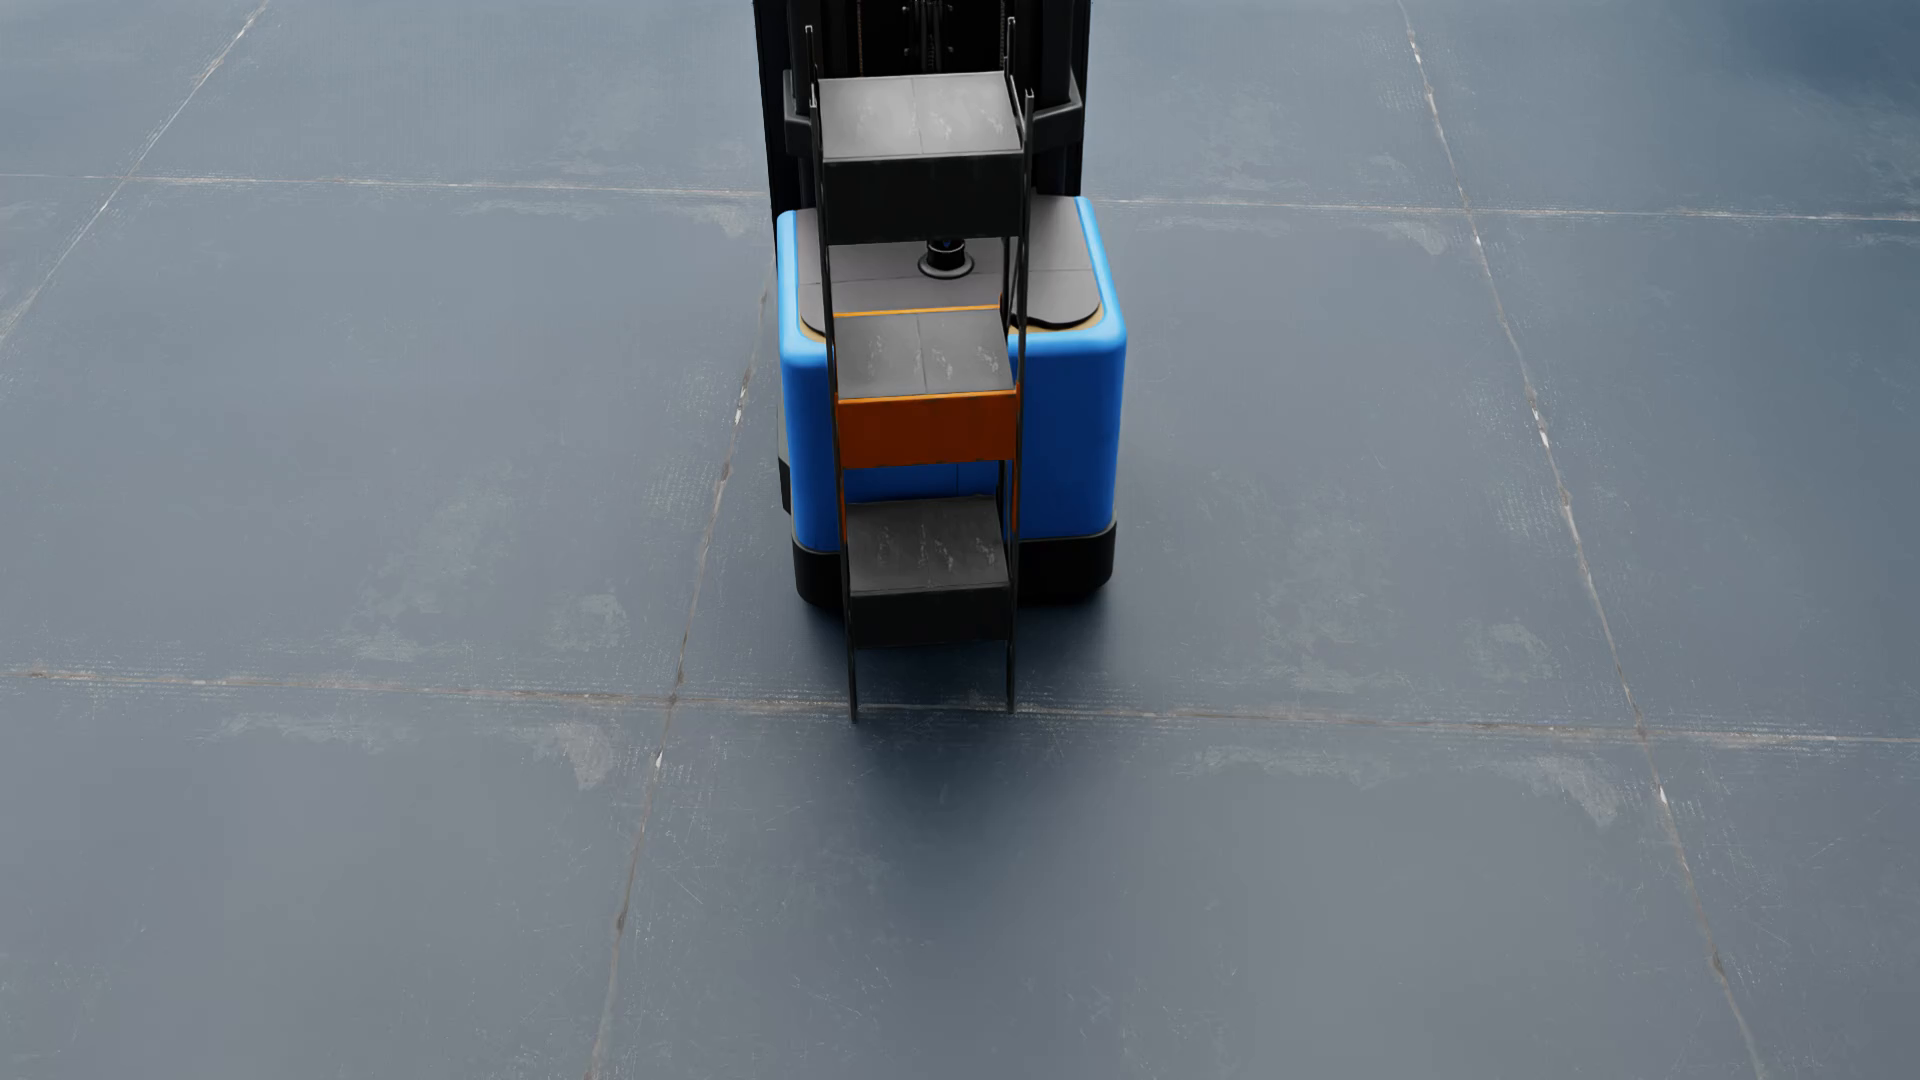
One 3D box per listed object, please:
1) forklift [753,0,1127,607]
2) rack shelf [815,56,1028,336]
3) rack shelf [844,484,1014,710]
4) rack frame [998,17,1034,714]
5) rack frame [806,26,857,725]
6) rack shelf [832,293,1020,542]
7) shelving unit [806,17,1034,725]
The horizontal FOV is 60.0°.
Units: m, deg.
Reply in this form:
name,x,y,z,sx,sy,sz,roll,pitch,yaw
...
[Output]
name,x,y,z,sx,sy,sz,roll,pitch,yaw
forklift,-0.144,-1.854,5.590,1.130,2.935,3.031,-4,43,-4
rack shelf,-0.102,-0.850,4.115,0.480,0.518,0.431,-4,43,-4
rack shelf,-0.102,0.175,5.069,0.480,0.518,0.431,-4,43,-4
rack frame,0.141,-0.363,4.599,0.015,2.100,0.400,-4,43,-4
rack frame,-0.345,-0.332,4.566,0.015,2.100,0.400,-4,43,-4
rack shelf,-0.102,-0.337,4.592,0.480,0.518,0.431,-4,43,-4
shelving unit,-0.102,-0.347,4.582,0.503,2.100,0.431,-4,43,-4
